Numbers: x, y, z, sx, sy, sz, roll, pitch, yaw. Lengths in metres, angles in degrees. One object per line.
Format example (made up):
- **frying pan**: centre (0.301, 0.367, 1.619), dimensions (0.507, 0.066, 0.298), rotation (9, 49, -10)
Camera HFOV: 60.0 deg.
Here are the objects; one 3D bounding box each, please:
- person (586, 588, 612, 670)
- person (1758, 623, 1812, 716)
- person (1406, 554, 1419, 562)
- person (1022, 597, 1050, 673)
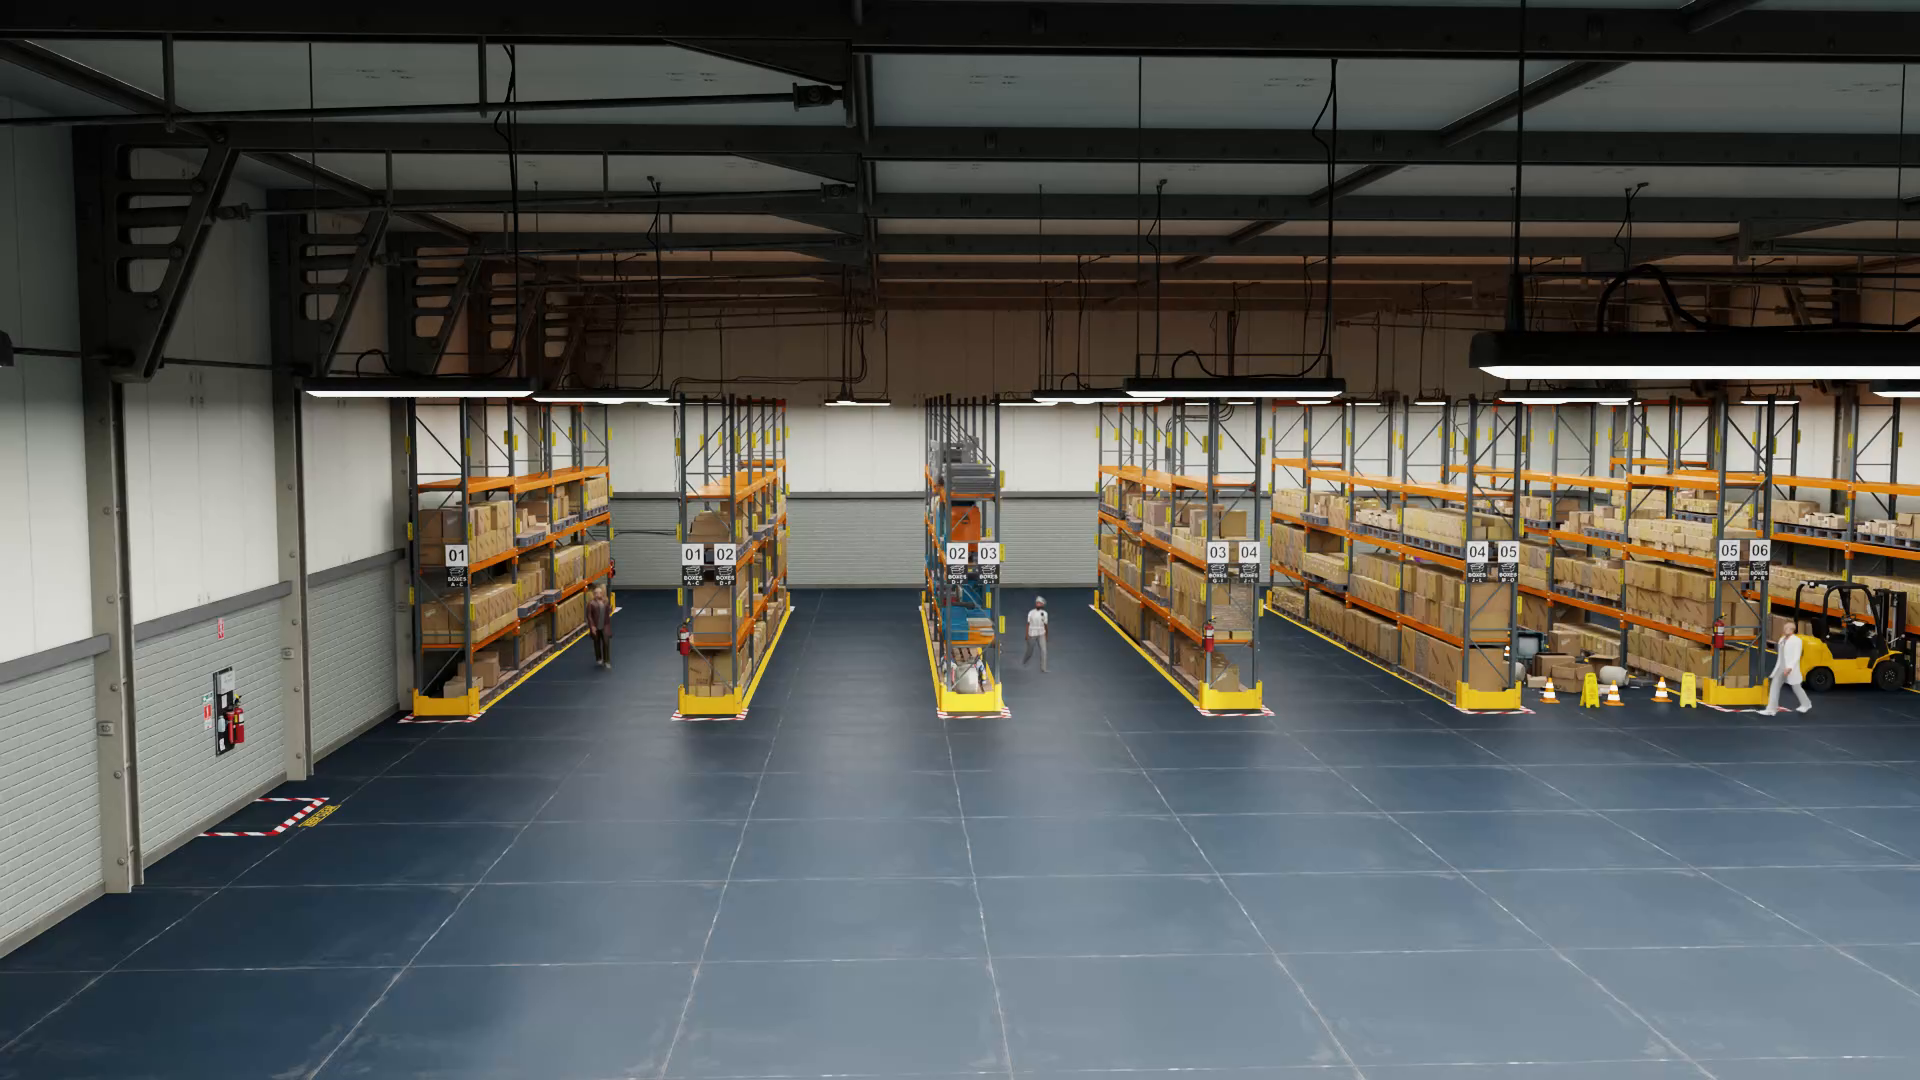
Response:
- **person**: centre (-7.948, 1.933, 36.654), dimensions (0.550, 1.738, 1.024), rotation (-1, 5, -13)
- **person**: centre (15.434, 2.407, 30.975), dimensions (1.147, 1.738, 0.540), rotation (-3, 5, -30)
- **person**: centre (13.487, 0.931, 49.663), dimensions (0.928, 1.722, 0.614), rotation (-1, 5, -12)
- **person**: centre (1.626, 2.052, 35.970), dimensions (0.555, 1.626, 0.930), rotation (-2, 5, -21)
